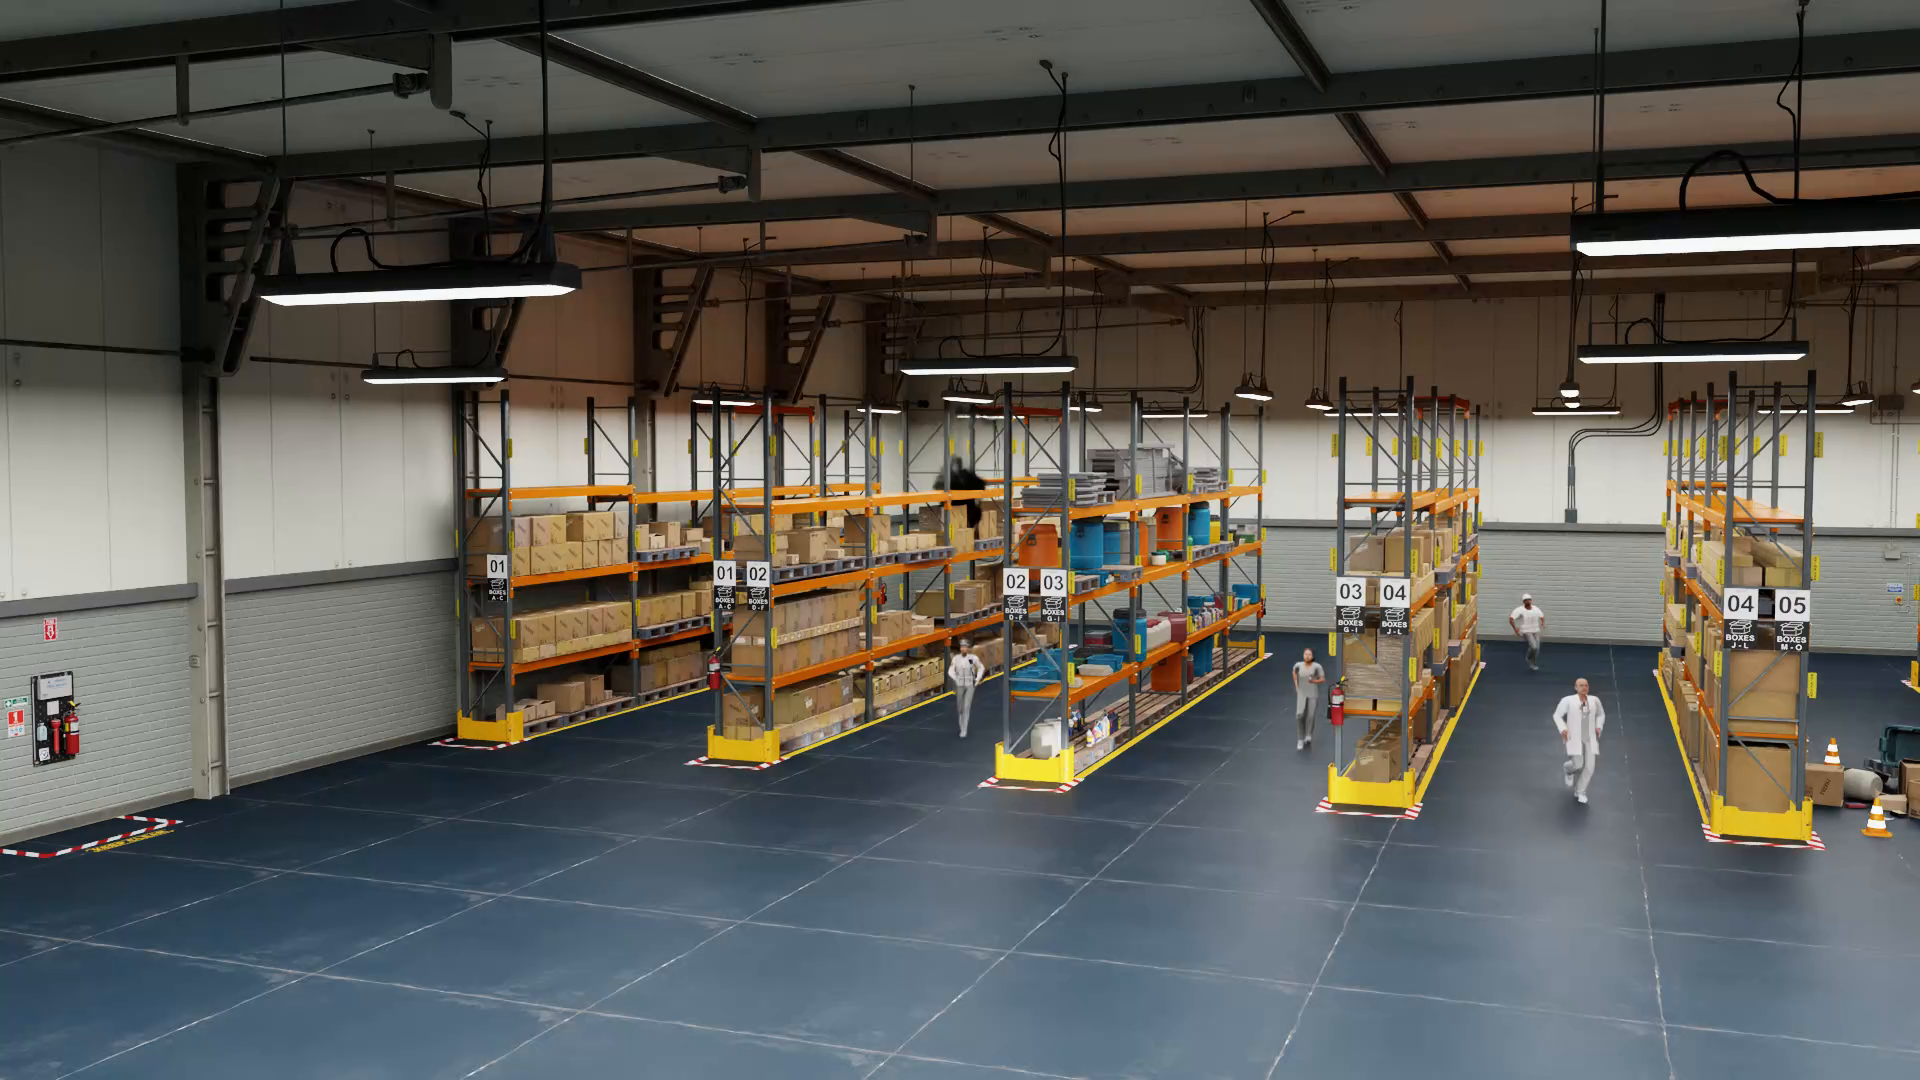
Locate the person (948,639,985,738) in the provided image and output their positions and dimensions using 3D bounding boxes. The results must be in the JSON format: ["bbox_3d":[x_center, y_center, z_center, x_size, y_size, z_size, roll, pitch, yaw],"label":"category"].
[{"bbox_3d":[0.111,2.565,29.149,0.625,1.702,0.859,1,3,11],"label":"person"}]

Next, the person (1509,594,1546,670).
[{"bbox_3d":[12.834,2.076,37.439,0.781,1.720,0.565,-1,3,-11],"label":"person"}]

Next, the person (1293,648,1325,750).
[{"bbox_3d":[5.852,2.643,27.900,0.544,1.708,0.798,1,3,14],"label":"person"}]

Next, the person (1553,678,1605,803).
[{"bbox_3d":[8.868,2.843,23.781,0.724,1.752,0.653,0,3,1],"label":"person"}]
